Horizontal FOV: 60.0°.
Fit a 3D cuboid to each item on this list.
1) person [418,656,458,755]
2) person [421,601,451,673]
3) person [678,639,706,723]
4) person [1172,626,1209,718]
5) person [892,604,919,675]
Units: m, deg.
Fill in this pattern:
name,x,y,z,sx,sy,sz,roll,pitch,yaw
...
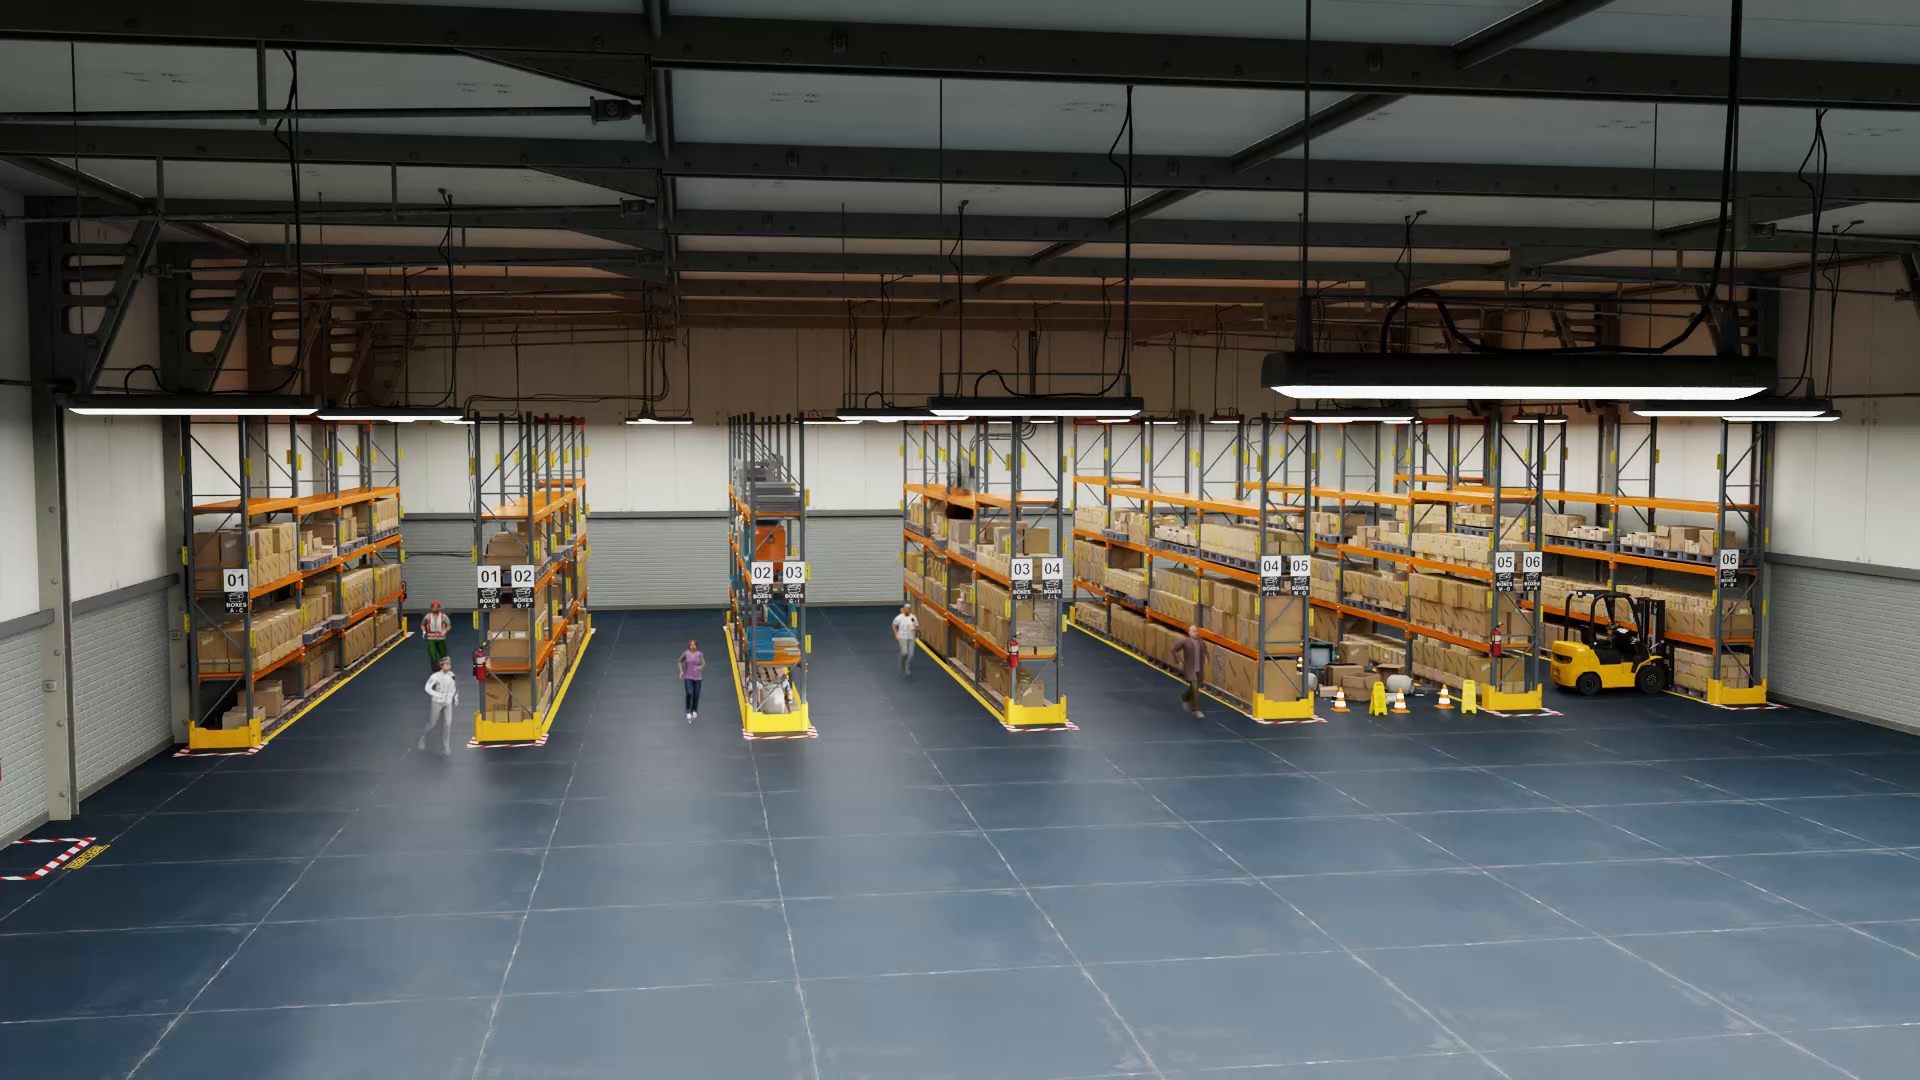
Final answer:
name,x,y,z,sx,sy,sz,roll,pitch,yaw
person,-9.093,2.886,29.284,0.675,1.674,0.918,-4,5,-43
person,-11.982,2.266,38.019,0.661,1.746,0.767,-1,4,-17
person,-5.196,2.728,32.280,0.503,1.617,0.682,-1,4,-16
person,4.599,2.582,32.967,0.722,1.778,0.994,-2,4,-25
person,-1.219,2.293,38.287,0.582,1.644,0.631,-1,4,-18
